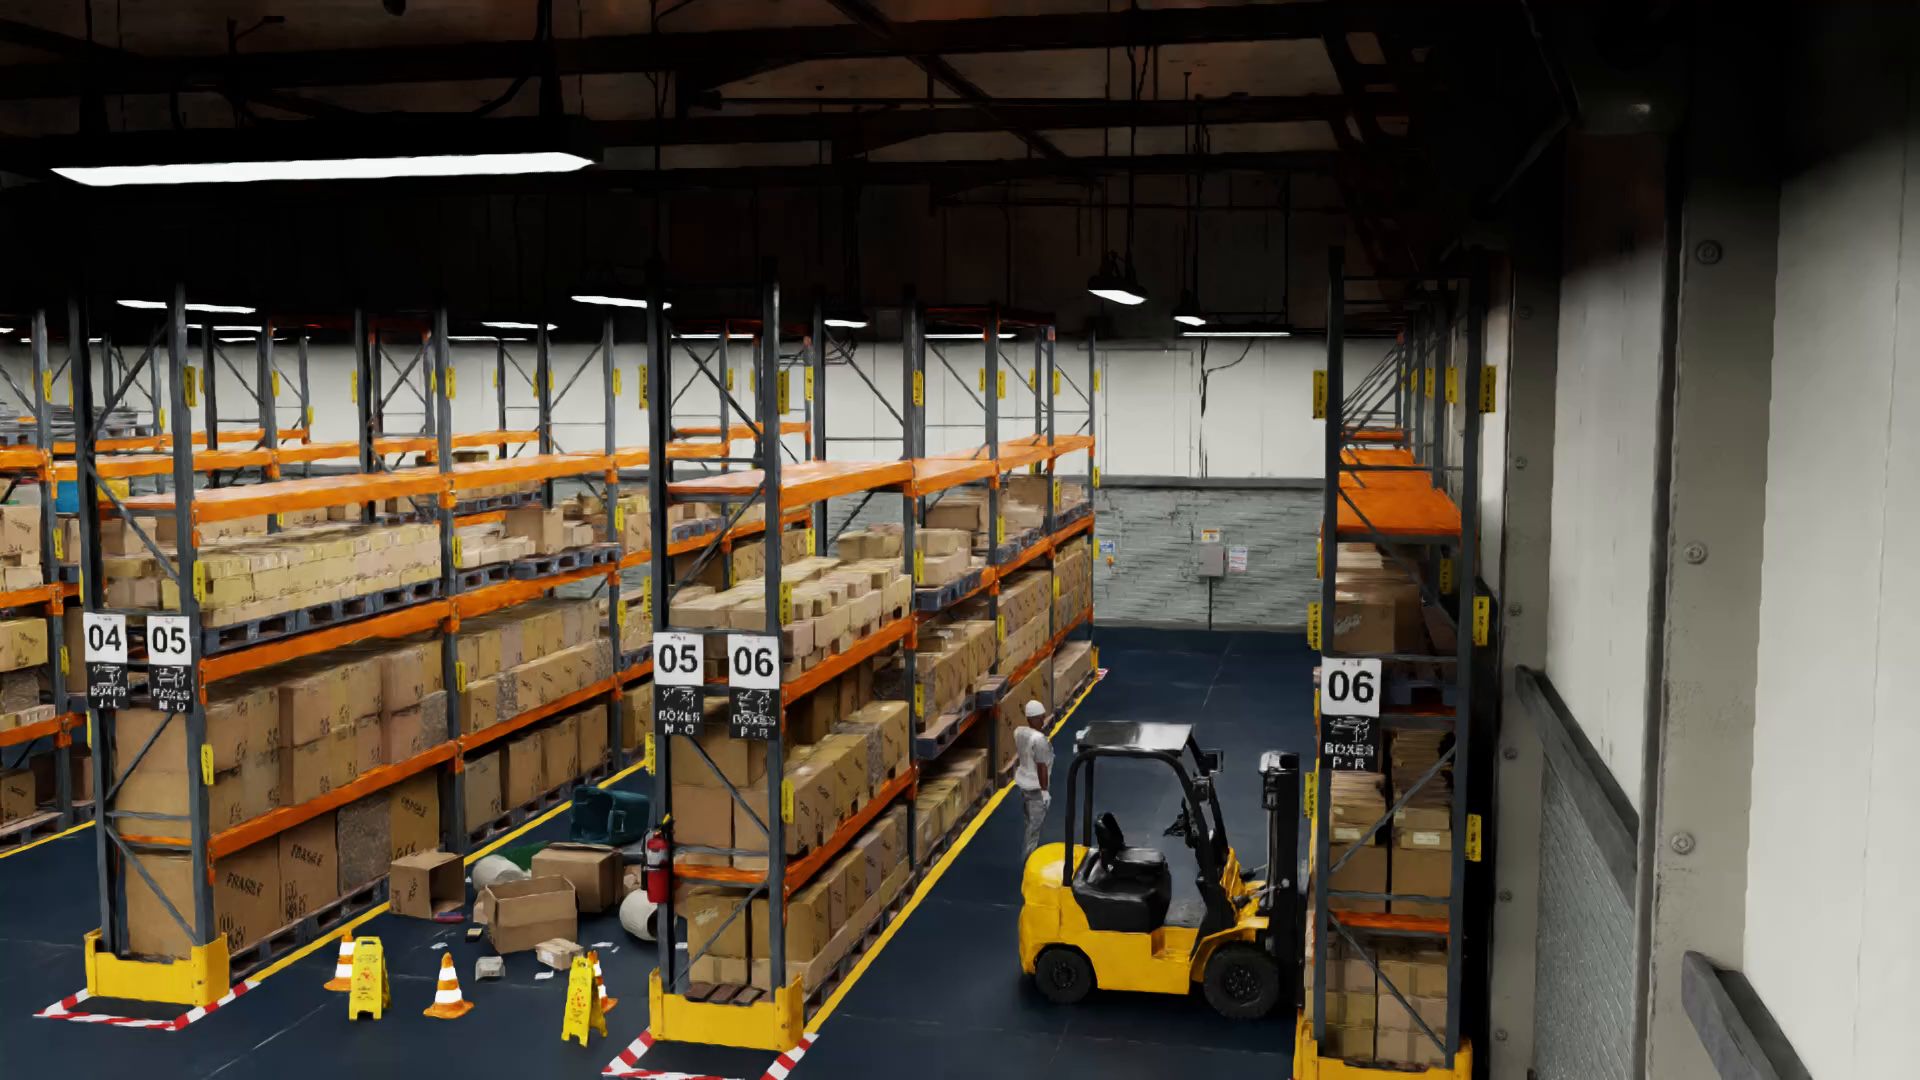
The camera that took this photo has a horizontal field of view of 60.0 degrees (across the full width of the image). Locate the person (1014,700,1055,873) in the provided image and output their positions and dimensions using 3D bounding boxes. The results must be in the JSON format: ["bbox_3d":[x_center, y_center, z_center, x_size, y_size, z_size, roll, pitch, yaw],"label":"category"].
[{"bbox_3d":[0.805,2.532,17.120,0.457,1.783,0.618,-2,6,-19],"label":"person"}]
